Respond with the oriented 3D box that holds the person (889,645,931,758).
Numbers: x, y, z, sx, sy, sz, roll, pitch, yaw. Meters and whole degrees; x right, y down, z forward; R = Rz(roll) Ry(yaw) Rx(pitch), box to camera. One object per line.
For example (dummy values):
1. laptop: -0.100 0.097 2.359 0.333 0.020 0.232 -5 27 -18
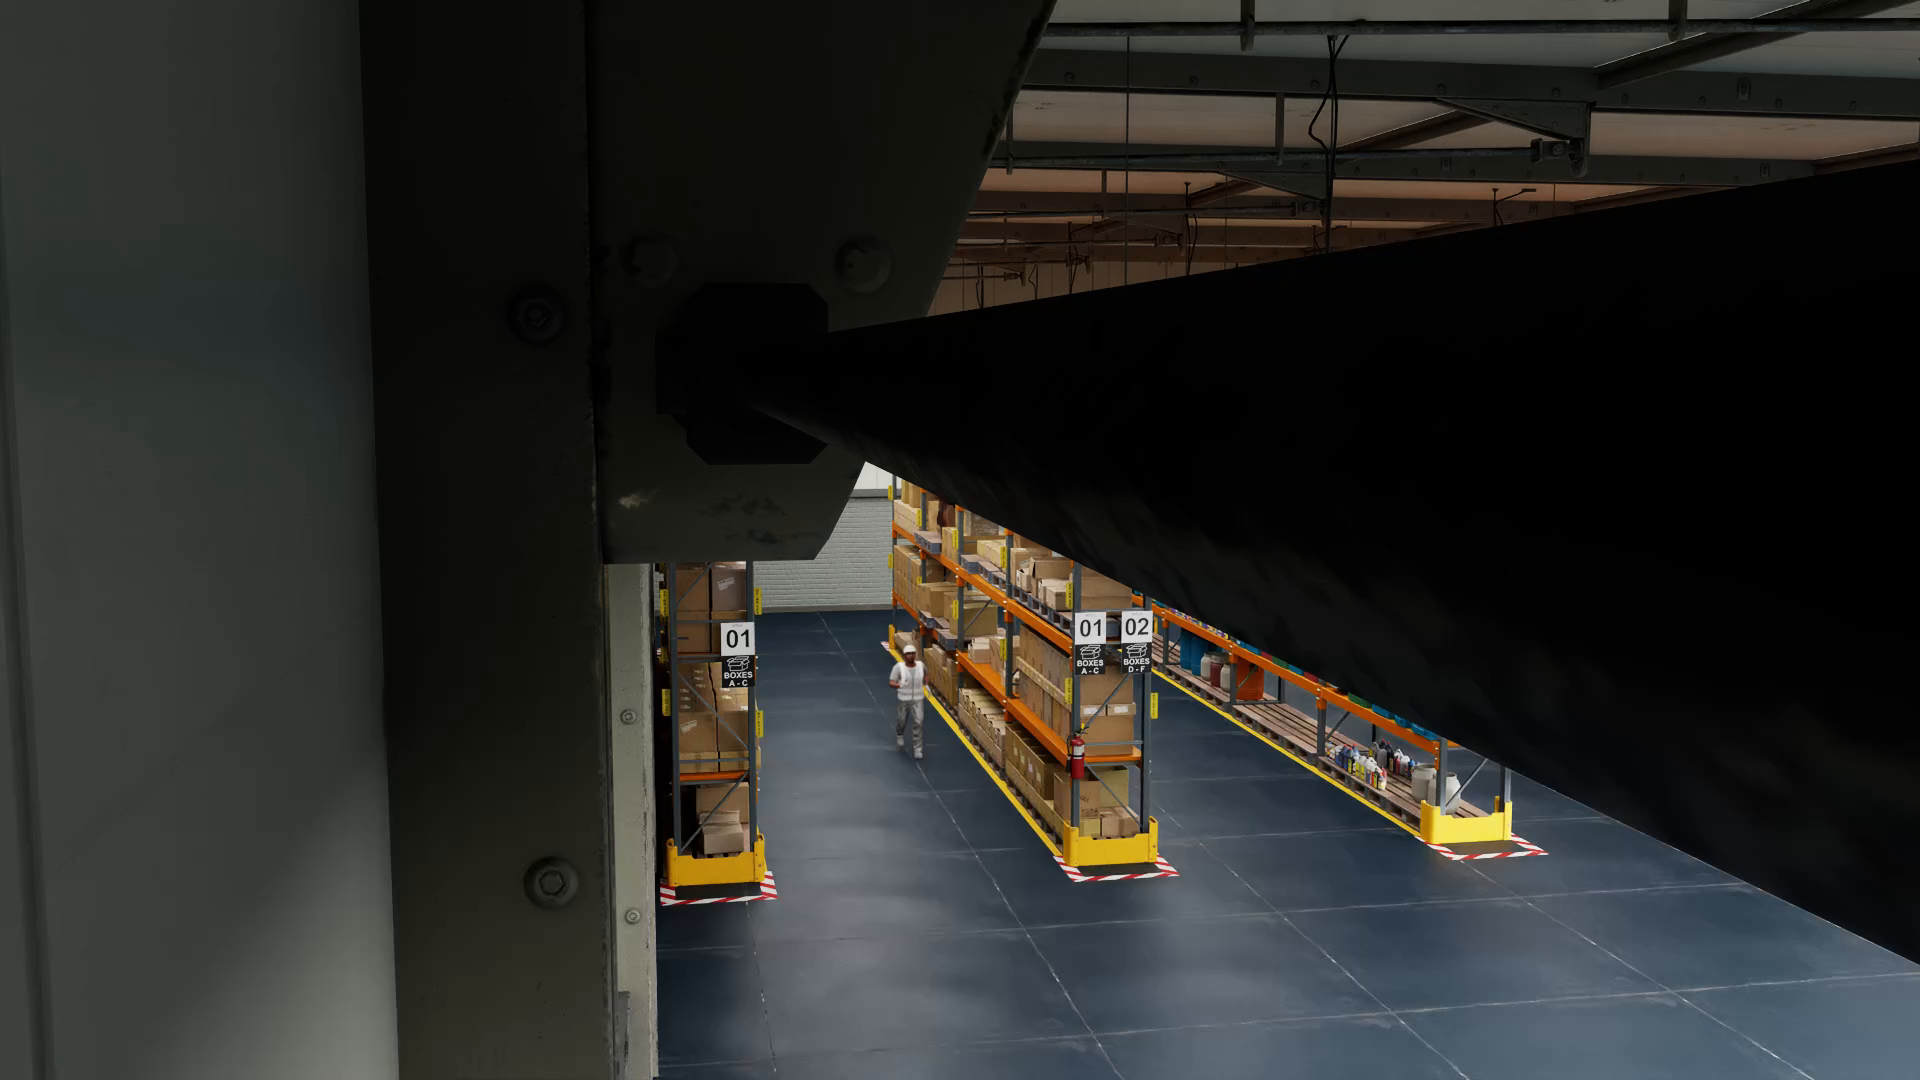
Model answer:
1. person: -0.794 2.554 26.606 0.696 1.761 0.991 -1 6 -12
